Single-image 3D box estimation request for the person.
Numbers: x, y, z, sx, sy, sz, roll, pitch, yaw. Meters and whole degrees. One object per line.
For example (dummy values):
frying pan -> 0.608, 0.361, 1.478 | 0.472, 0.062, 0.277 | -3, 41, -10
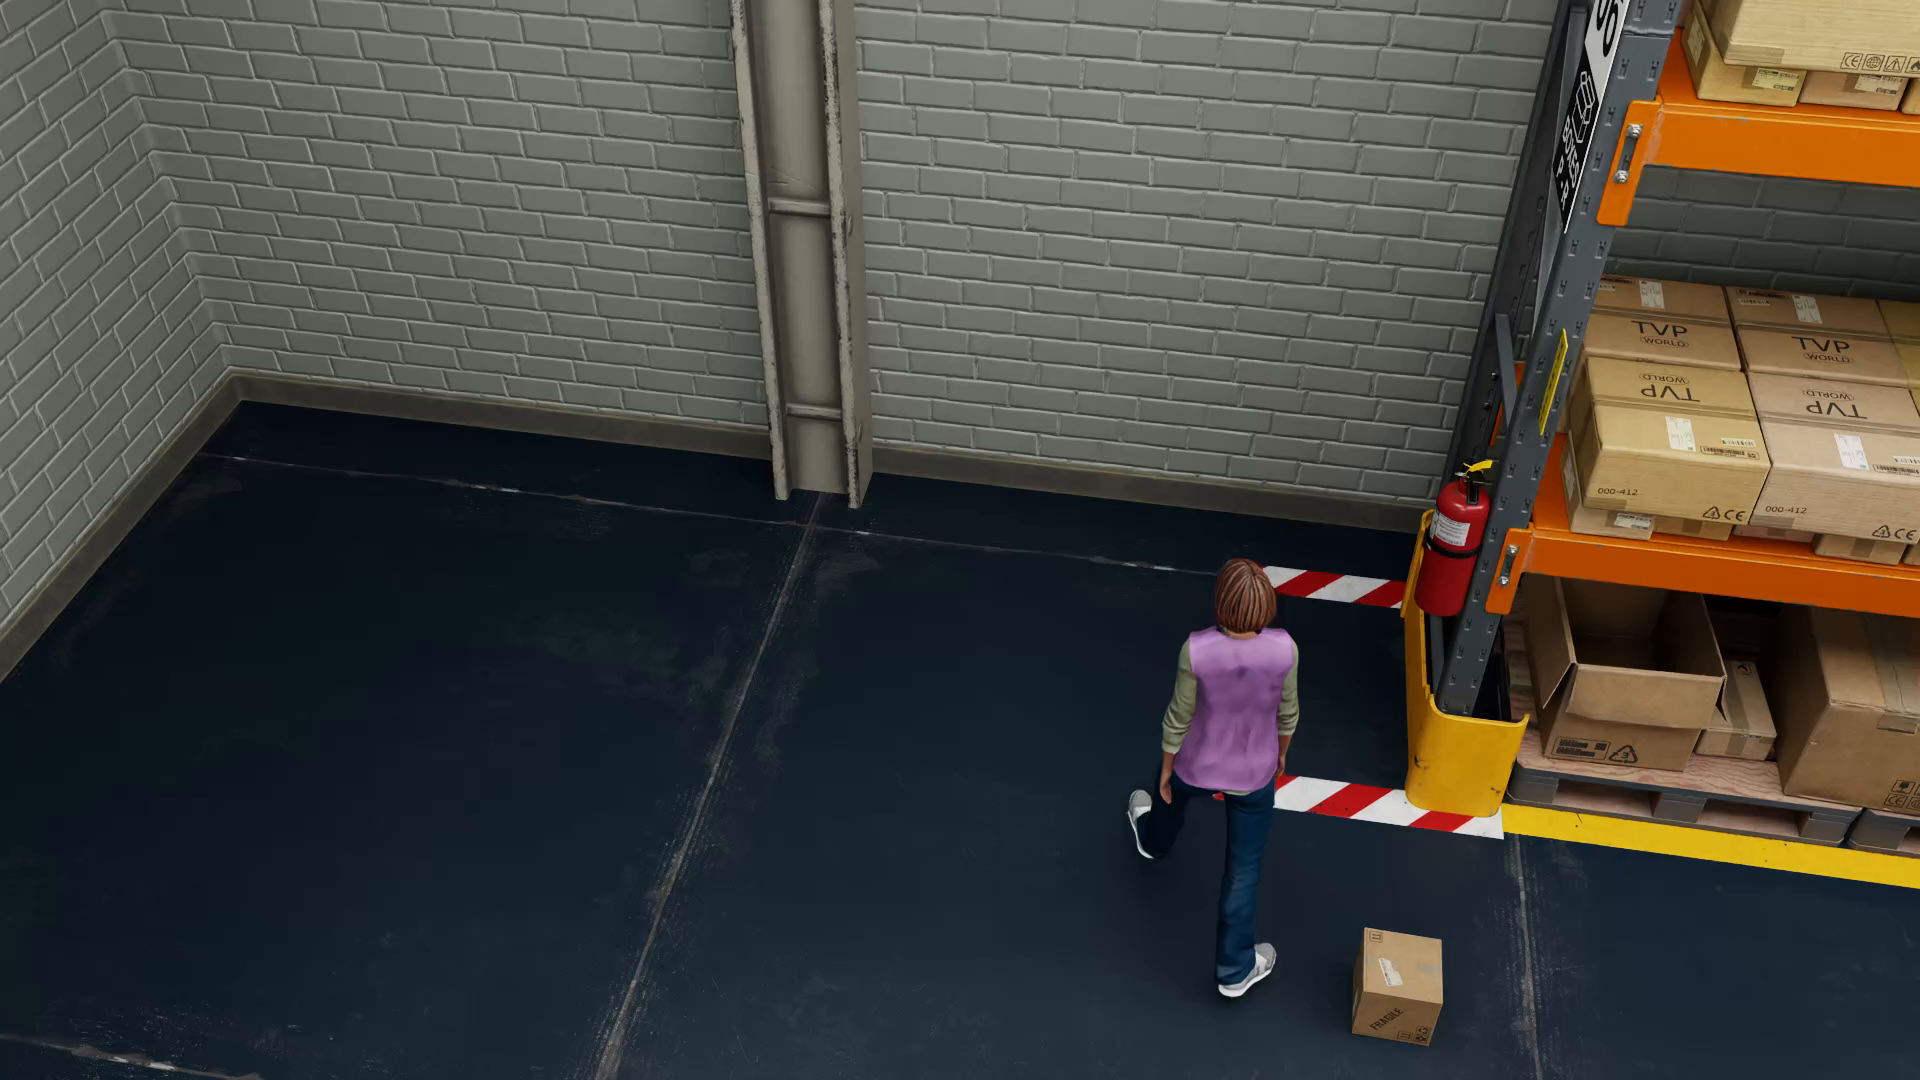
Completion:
person -> 0.842, 0.696, 5.377 | 0.520, 1.539, 0.834 | 4, 41, 4
